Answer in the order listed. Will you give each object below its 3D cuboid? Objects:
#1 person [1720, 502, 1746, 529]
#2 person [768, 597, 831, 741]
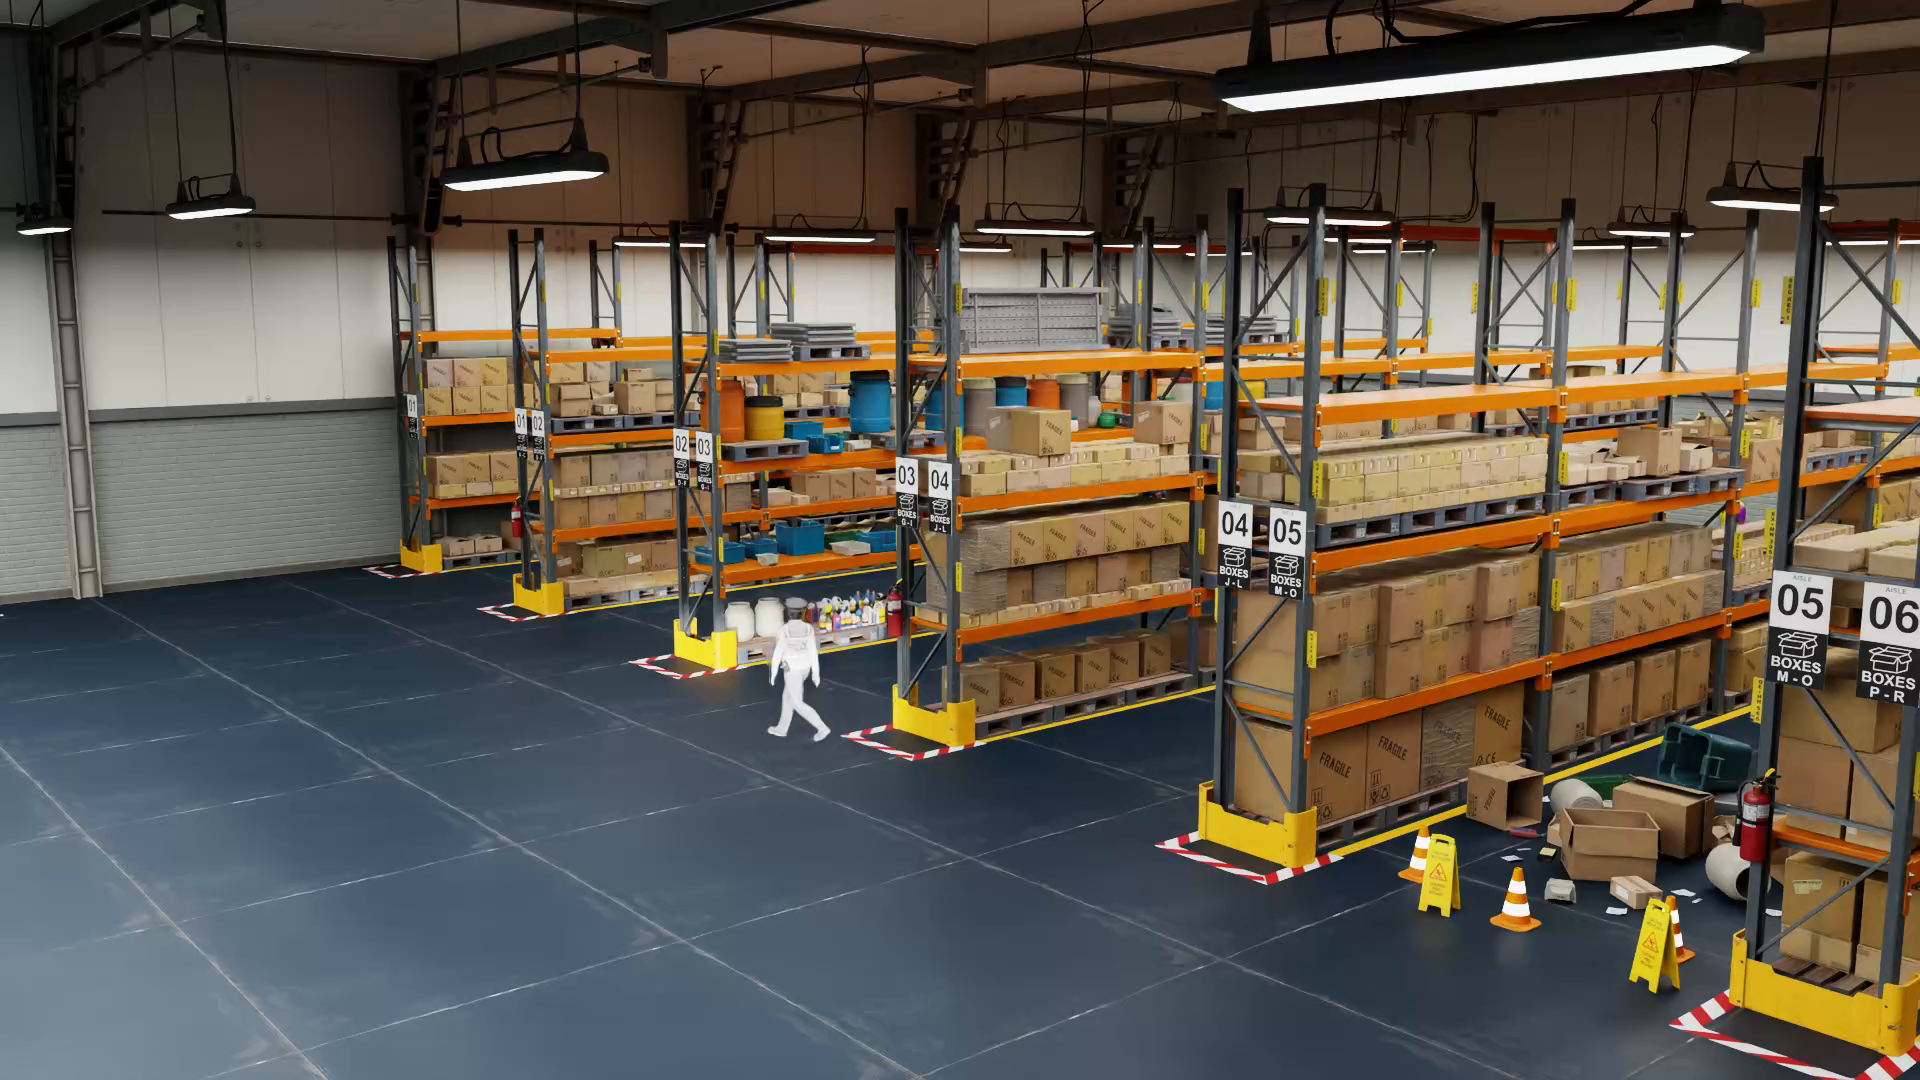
[{"bbox_3d":[13.155,-0.060,28.339,0.426,1.764,0.575,4,10,22],"label":"person"},{"bbox_3d":[-1.848,1.475,18.803,0.955,1.644,0.427,4,10,24],"label":"person"}]
